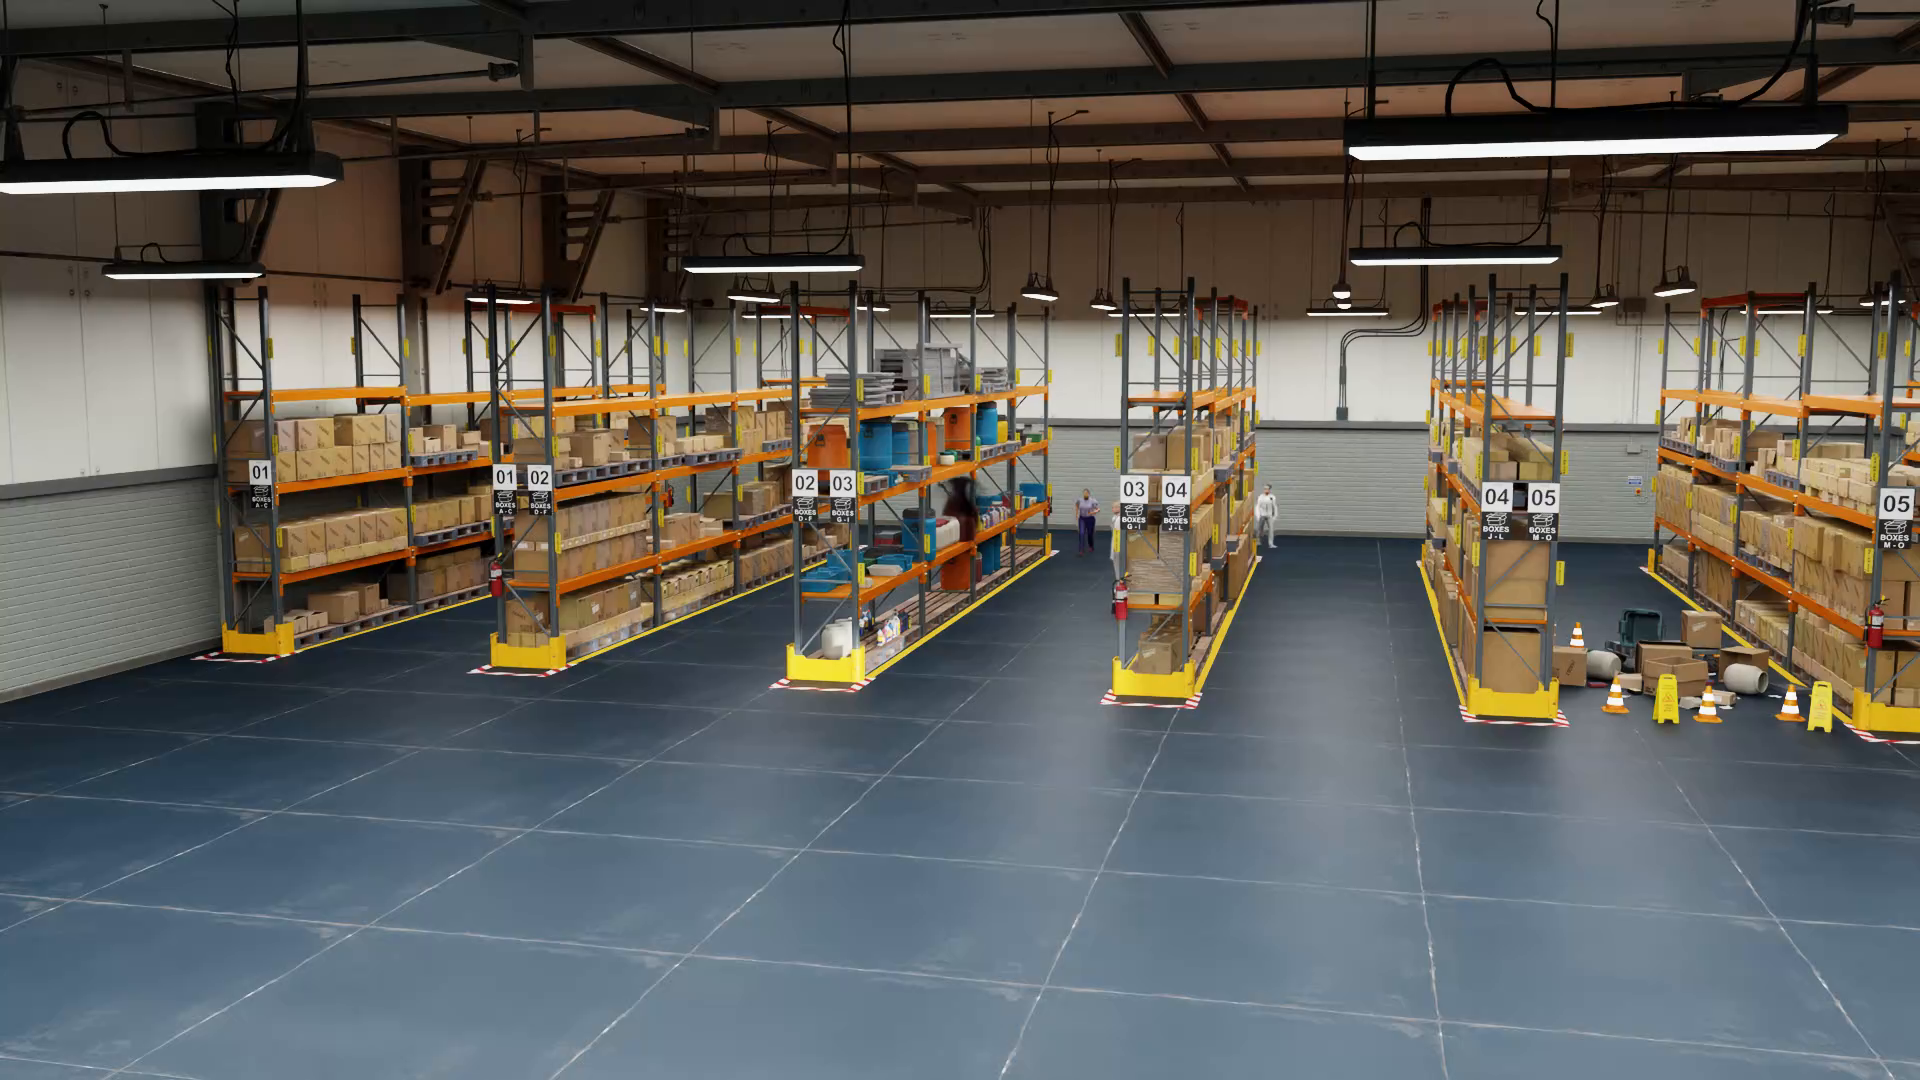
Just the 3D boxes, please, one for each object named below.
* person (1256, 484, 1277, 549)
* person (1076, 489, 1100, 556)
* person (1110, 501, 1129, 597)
[{"bbox_3d":[7.705,-0.607,41.773,0.561,1.635,0.984,-1,7,-9],"label":"person"},{"bbox_3d":[3.066,-0.447,40.207,0.631,1.602,0.993,2,7,13],"label":"person"},{"bbox_3d":[3.104,0.182,32.039,0.422,1.849,0.619,-5,8,-39],"label":"person"}]
